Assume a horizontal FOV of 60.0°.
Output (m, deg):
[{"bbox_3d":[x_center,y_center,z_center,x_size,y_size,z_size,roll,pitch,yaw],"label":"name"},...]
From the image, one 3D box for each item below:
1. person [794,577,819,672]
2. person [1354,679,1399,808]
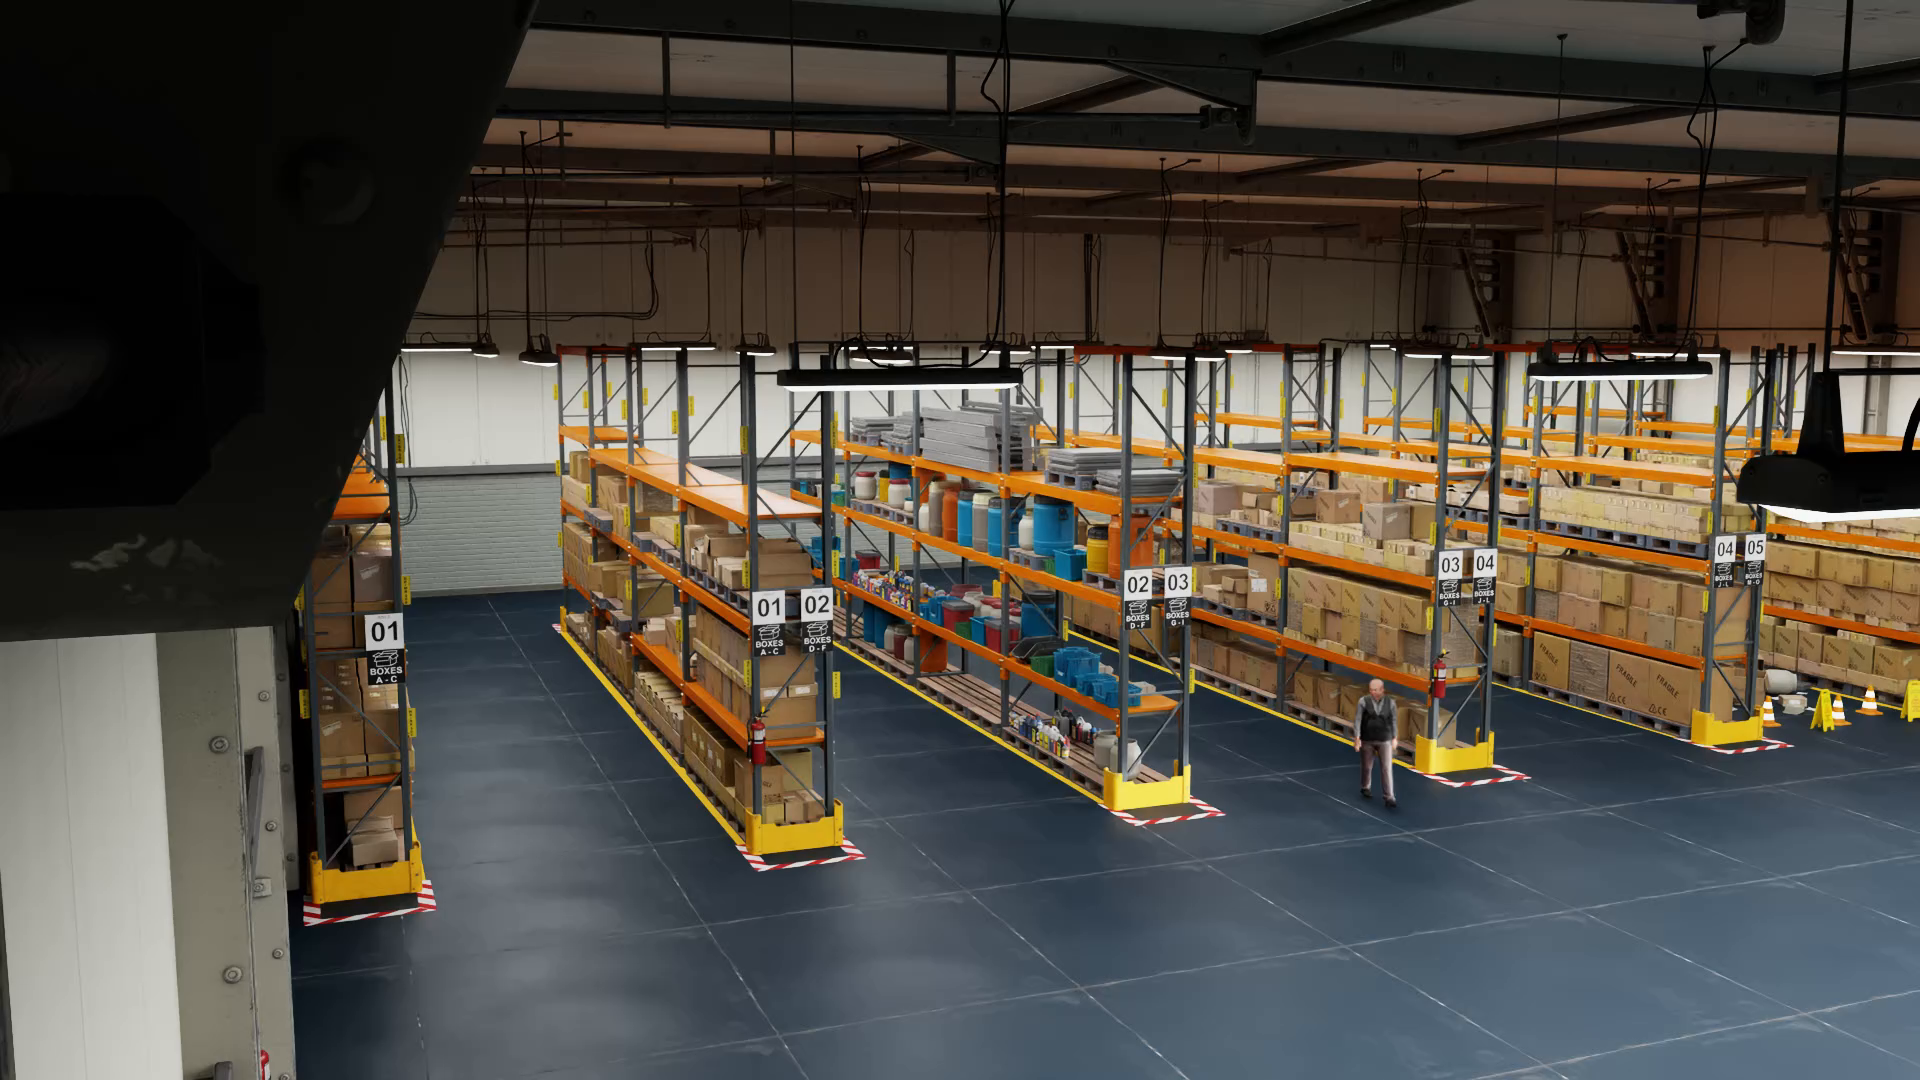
[{"bbox_3d":[-2.766,1.535,30.946,0.586,1.711,1.067,-3,8,-24],"label":"person"},{"bbox_3d":[5.545,2.691,22.158,0.584,1.688,0.900,1,7,10],"label":"person"}]
